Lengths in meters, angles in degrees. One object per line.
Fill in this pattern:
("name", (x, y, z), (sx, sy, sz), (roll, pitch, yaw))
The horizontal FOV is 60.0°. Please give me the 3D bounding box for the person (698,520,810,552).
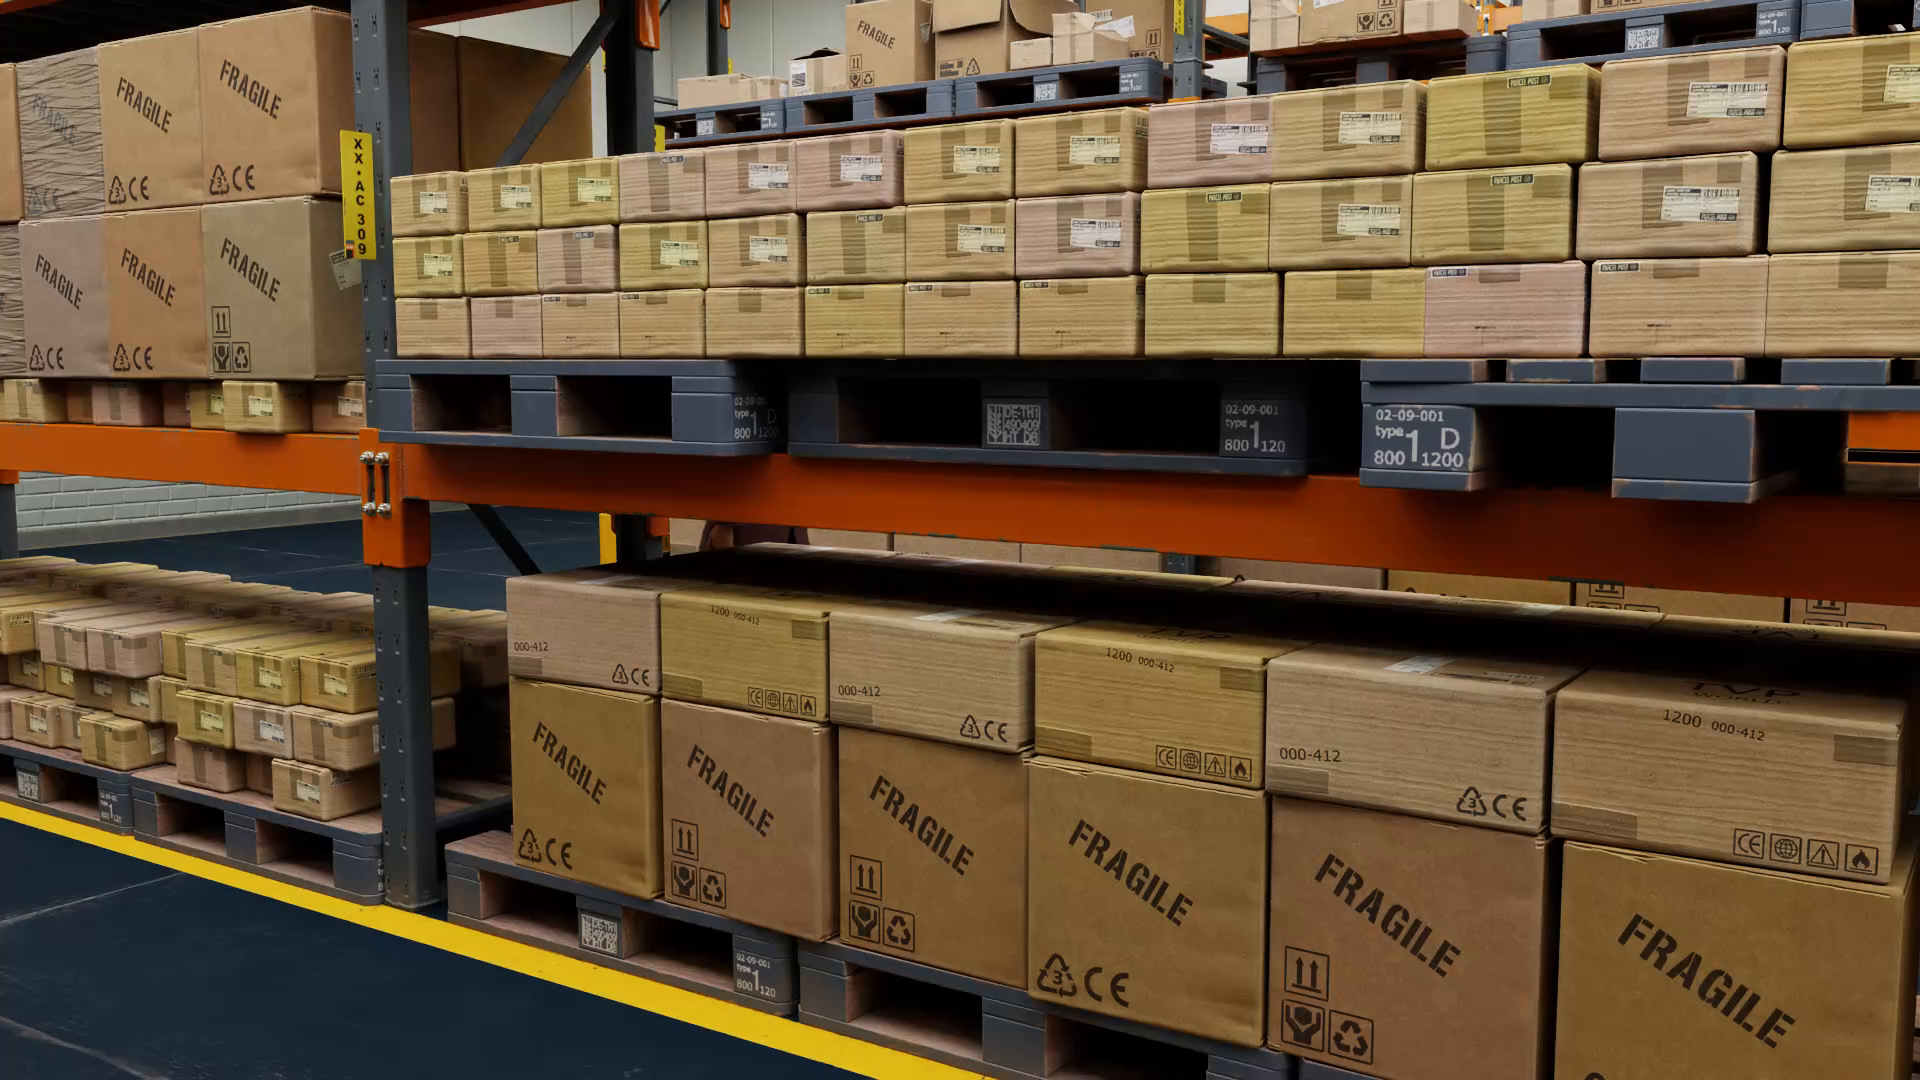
("person", (-0.821, -0.060, 6.371), (0.533, 1.793, 0.582), (3, 7, 25))
